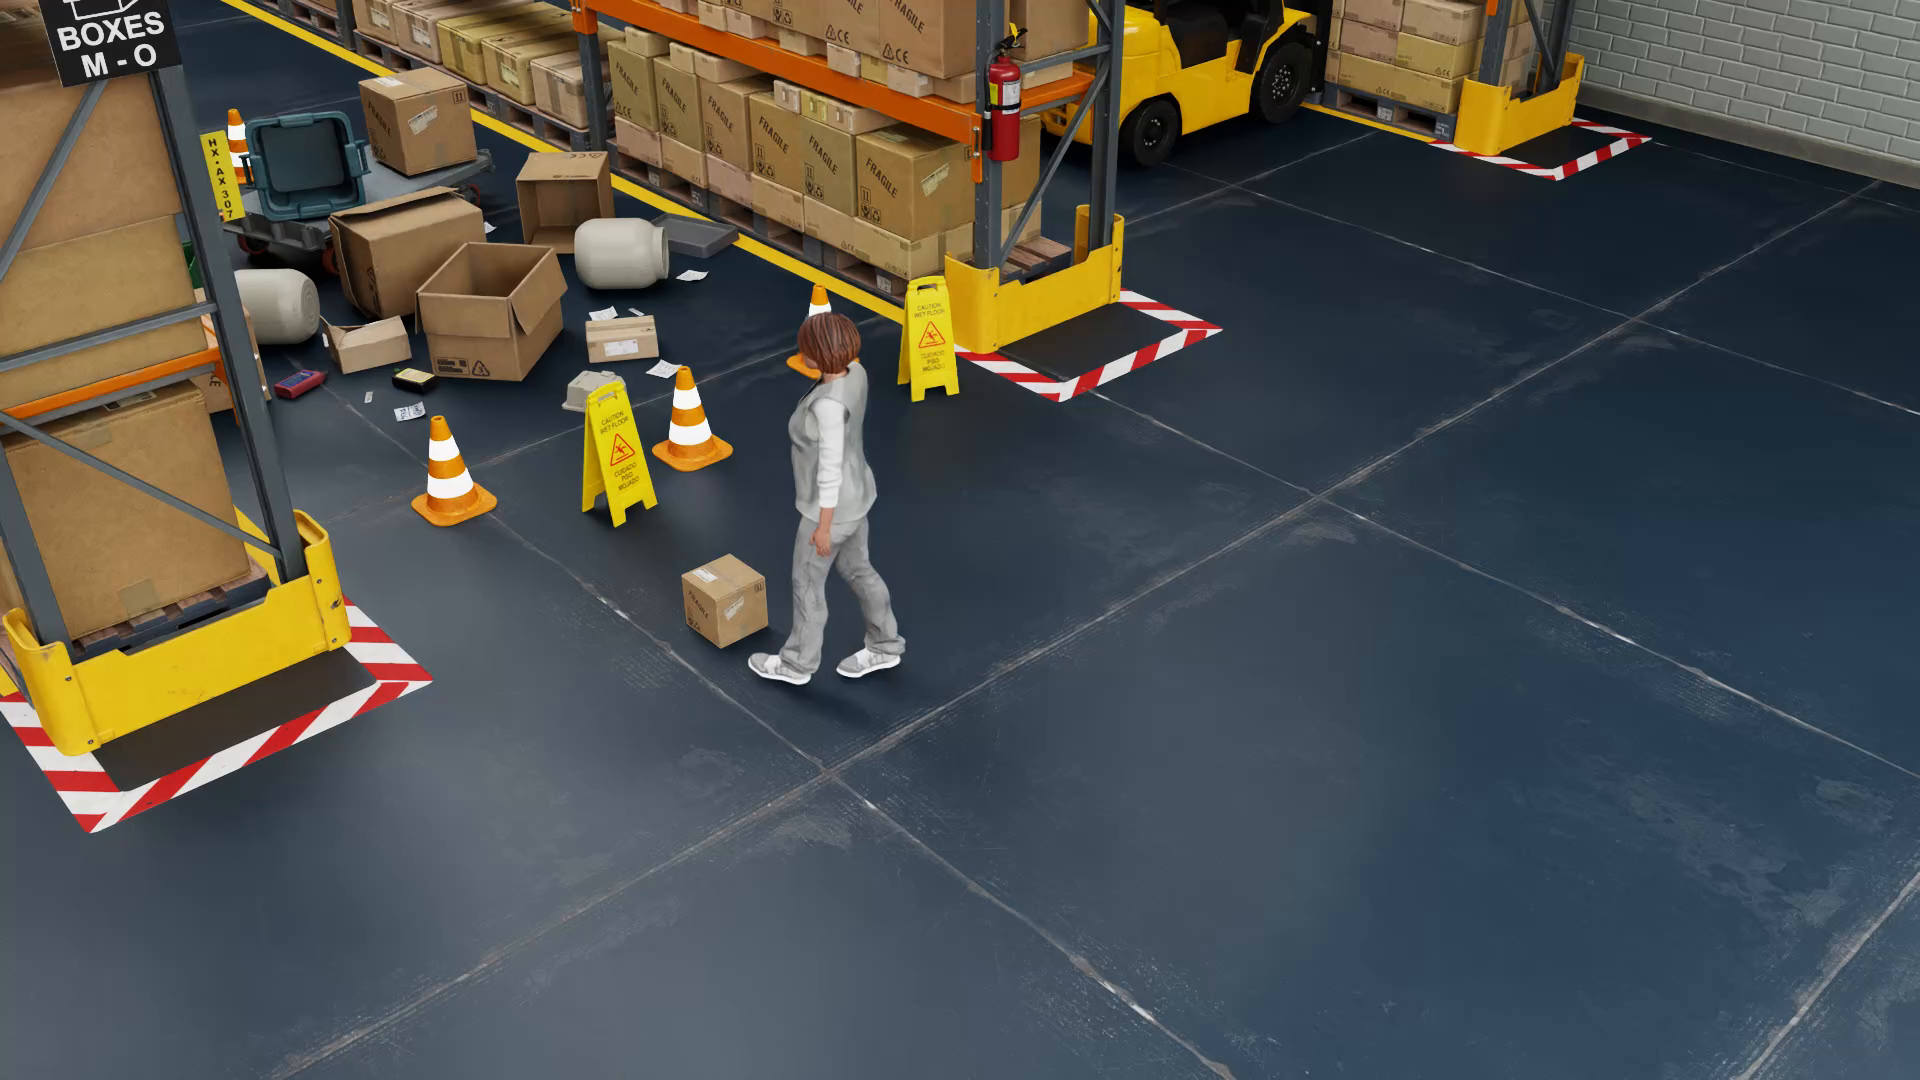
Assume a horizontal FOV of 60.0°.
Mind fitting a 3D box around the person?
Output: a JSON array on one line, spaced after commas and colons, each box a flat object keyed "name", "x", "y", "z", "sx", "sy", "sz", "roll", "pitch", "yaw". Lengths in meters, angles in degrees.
[{"name": "person", "x": -0.541, "y": -0.139, "z": 6.365, "sx": 0.619, "sy": 1.573, "sz": 0.419, "roll": 6, "pitch": 33, "yaw": 10}]
